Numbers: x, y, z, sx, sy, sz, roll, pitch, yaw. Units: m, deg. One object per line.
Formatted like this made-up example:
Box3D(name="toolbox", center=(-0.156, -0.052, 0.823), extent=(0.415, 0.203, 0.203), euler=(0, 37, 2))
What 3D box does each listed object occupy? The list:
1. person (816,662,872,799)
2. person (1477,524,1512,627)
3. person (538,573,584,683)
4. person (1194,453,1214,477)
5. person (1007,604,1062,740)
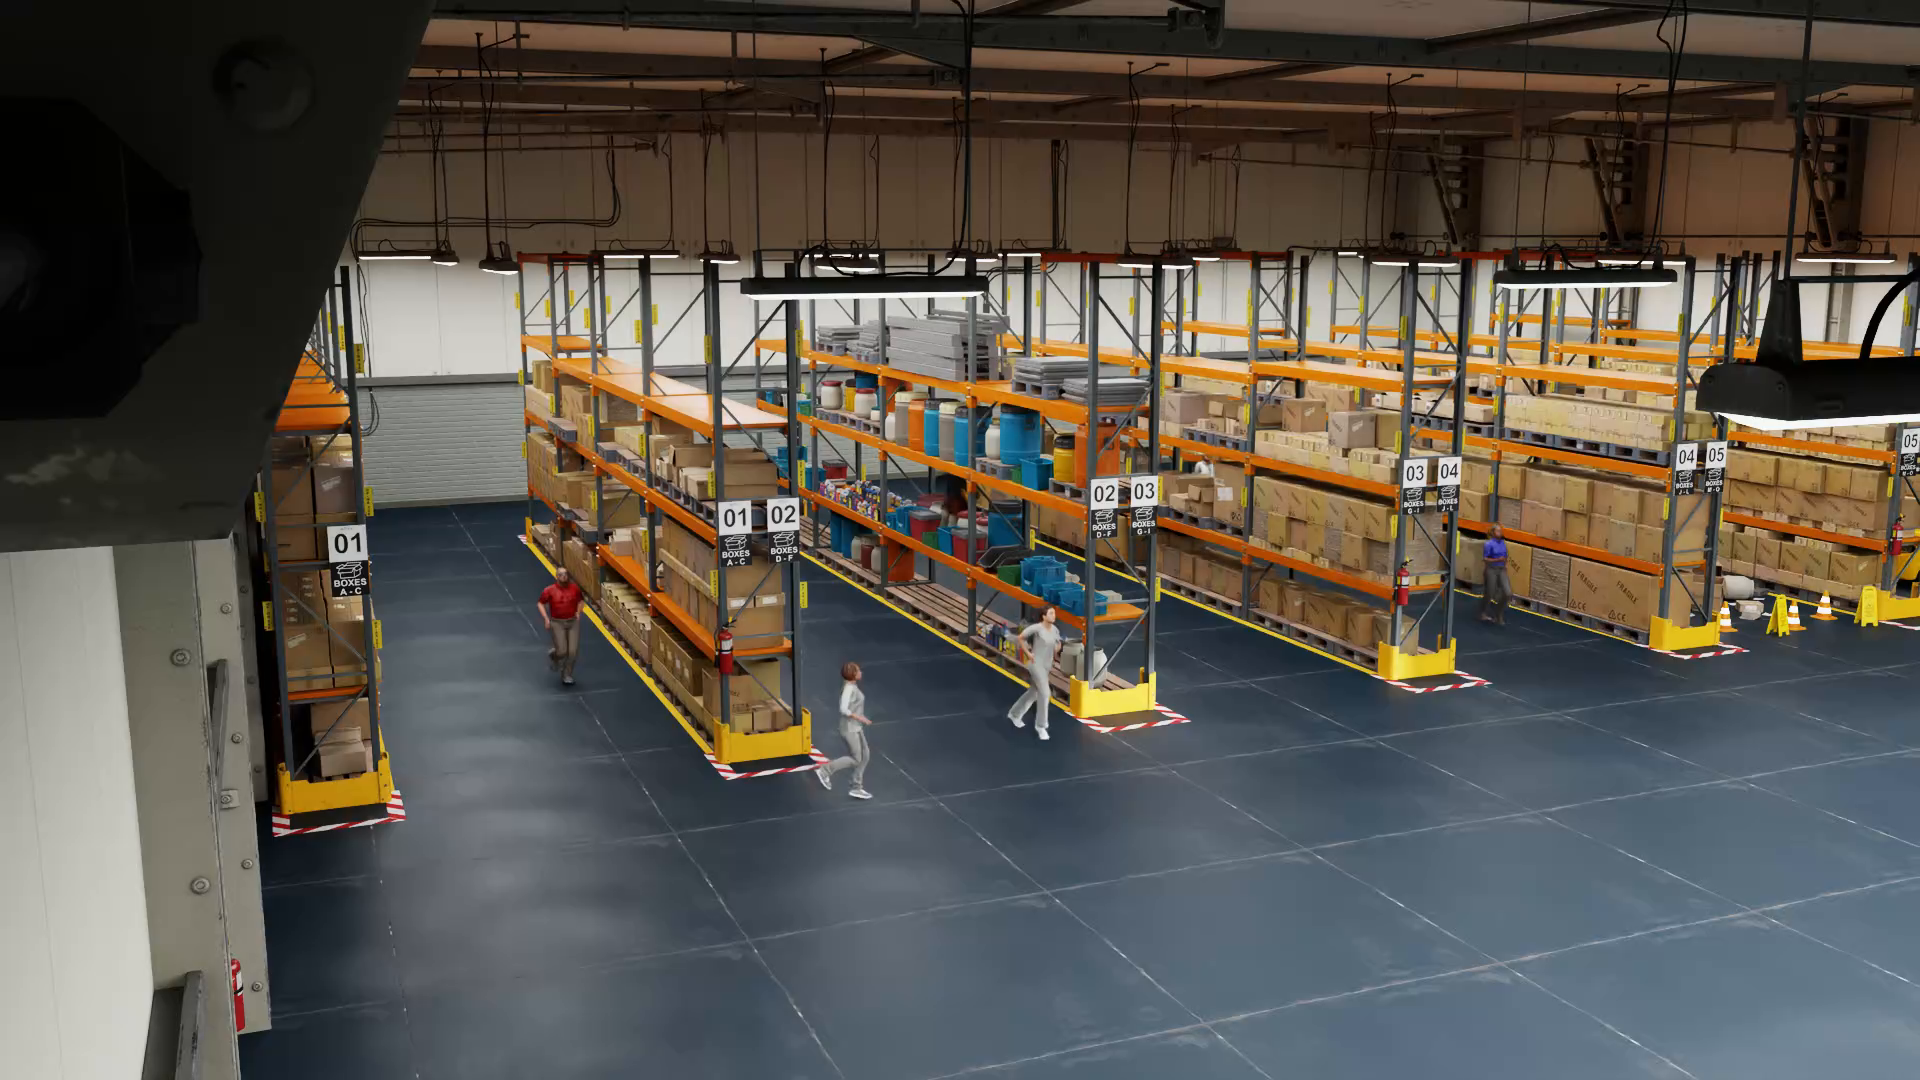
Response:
Box3D(name="person", center=(-1.313, 2.160, 18.984), extent=(0.642, 1.568, 0.556), euler=(0, 10, 2))
Box3D(name="person", center=(8.804, 0.589, 27.286), extent=(0.553, 1.699, 0.681), euler=(-4, 11, -20))
Box3D(name="person", center=(-5.668, 1.239, 23.794), extent=(0.639, 1.607, 0.571), euler=(-6, 12, -30))
Box3D(name="person", center=(5.362, -1.115, 36.293), extent=(0.616, 1.799, 0.741), euler=(-4, 11, -20))
Box3D(name="person", center=(1.013, 1.658, 21.464), extent=(0.773, 1.710, 0.581), euler=(9, 14, 40))
